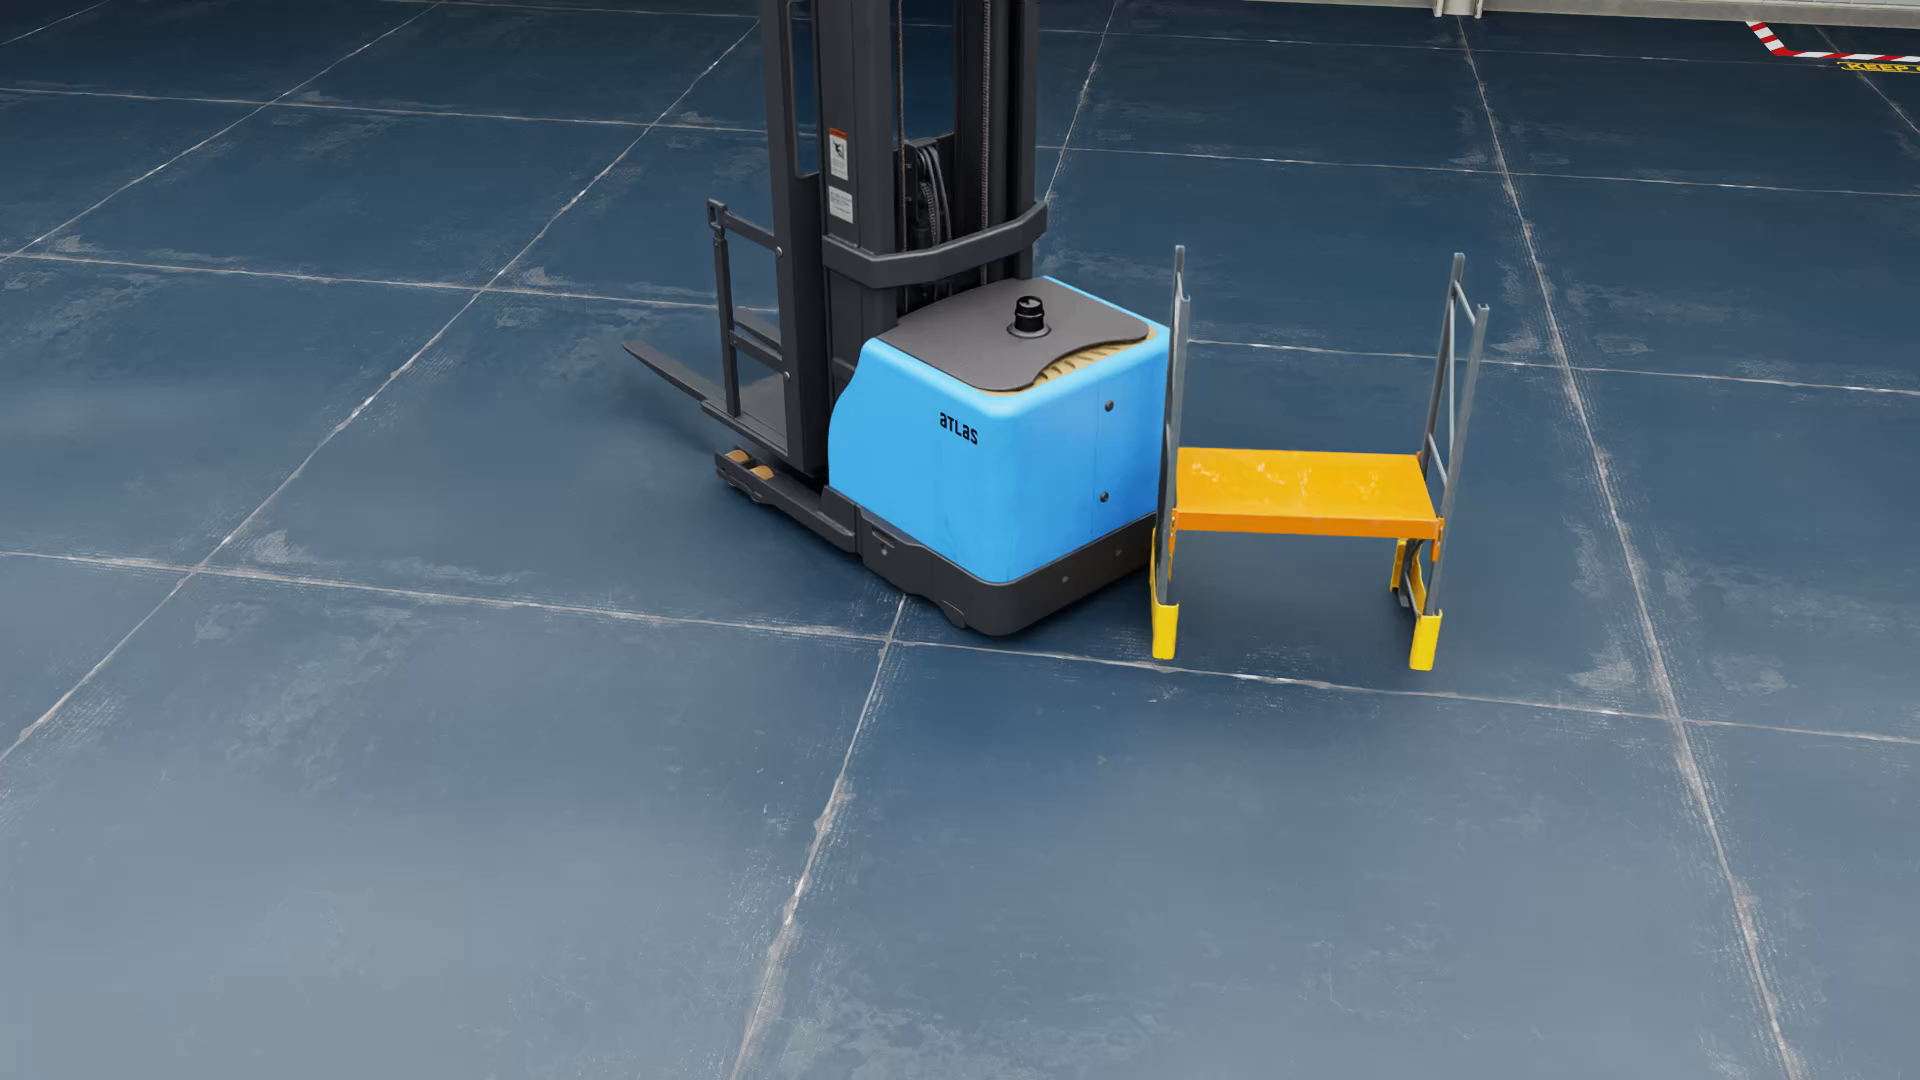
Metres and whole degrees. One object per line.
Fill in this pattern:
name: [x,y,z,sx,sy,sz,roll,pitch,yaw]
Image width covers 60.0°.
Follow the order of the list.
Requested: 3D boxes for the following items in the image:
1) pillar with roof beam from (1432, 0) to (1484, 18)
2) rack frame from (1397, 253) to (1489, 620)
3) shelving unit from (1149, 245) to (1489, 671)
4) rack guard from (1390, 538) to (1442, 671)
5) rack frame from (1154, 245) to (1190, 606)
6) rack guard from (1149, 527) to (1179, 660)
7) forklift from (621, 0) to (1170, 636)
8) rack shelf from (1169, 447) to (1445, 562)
pillar with roof beam: [3.663,-6.223,8.710,0.400,9.000,9.100,5,32,8]
rack frame: [1.812,-0.285,6.292,0.032,1.500,0.500,2,32,4]
shelving unit: [1.314,-0.305,6.323,1.083,1.500,0.587,2,32,4]
rack guard: [1.811,0.244,6.624,0.087,0.250,0.587,2,32,4]
rack frame: [0.798,-0.324,6.354,0.032,1.500,0.500,2,32,4]
rack guard: [0.818,0.206,6.685,0.087,0.250,0.587,2,32,4]
forklift: [-0.468,-1.569,6.994,1.130,2.935,3.031,-25,40,-34]
rack shelf: [1.305,-0.152,6.419,1.000,0.185,0.538,2,32,4]
